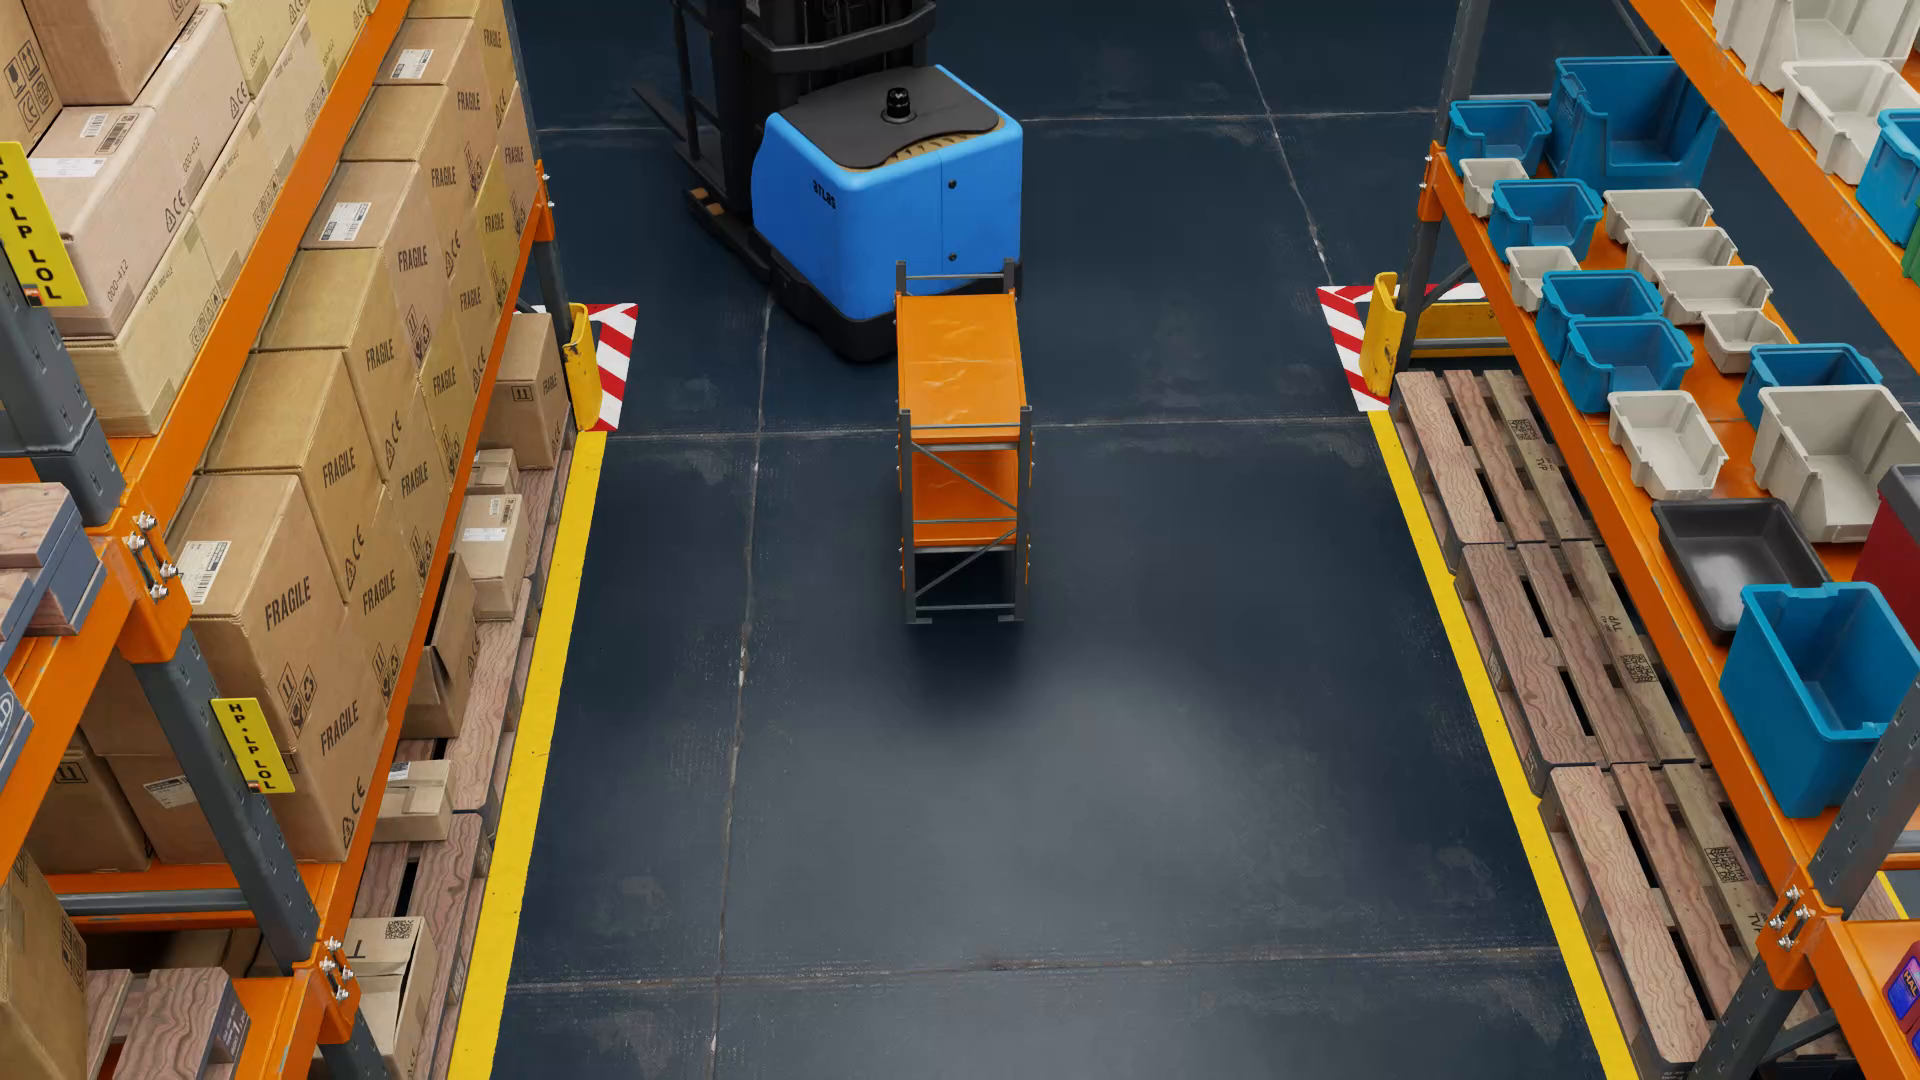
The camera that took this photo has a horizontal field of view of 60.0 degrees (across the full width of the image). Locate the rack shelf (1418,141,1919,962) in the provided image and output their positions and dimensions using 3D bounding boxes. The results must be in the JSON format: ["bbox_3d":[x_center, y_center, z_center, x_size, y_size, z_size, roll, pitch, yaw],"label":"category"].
[{"bbox_3d":[2.694,-0.306,6.046,1.077,0.370,4.000,-2,43,-2],"label":"rack shelf"}]

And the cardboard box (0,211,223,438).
[{"bbox_3d":[-1.944,-0.467,3.580,0.500,0.250,0.500,-2,43,-2],"label":"cardboard box"}]

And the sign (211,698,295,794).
[{"bbox_3d":[-1.616,0.474,3.806,0.100,0.325,0.005,-2,43,-2],"label":"sign"}]

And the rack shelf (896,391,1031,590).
[{"bbox_3d":[0.000,-0.239,7.190,0.538,0.278,1.000,-2,43,-2],"label":"rack shelf"}]

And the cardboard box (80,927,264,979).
[{"bbox_3d":[-2.478,1.302,5.284,0.500,0.500,0.500,-2,43,-2],"label":"cardboard box"}]

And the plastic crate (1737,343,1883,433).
[{"bbox_3d":[2.952,-0.502,5.807,0.416,0.233,0.300,-2,43,-2],"label":"plastic crate"}]

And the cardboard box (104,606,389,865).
[{"bbox_3d":[-1.920,0.530,4.527,0.500,0.500,0.500,-1,43,-1],"label":"cardboard box"}]

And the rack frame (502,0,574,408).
[{"bbox_3d":[-2.340,-1.781,7.123,1.000,3.000,0.127,-2,43,-2],"label":"rack frame"}]

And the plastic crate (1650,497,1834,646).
[{"bbox_3d":[2.463,0.111,5.218,0.437,0.125,0.590,-2,43,-2],"label":"plastic crate"}]

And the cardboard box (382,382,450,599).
[{"bbox_3d":[-1.963,-0.153,5.273,0.500,0.500,0.500,-2,43,-2],"label":"cardboard box"}]

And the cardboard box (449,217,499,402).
[{"bbox_3d":[-2.008,-0.837,6.018,0.500,0.500,0.500,-1,43,-1],"label":"cardboard box"}]

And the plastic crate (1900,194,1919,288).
[{"bbox_3d":[2.459,-0.526,3.690,0.450,0.188,0.662,-2,43,-2],"label":"plastic crate"}]

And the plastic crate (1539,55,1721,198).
[{"bbox_3d":[2.810,-1.735,7.002,0.616,0.435,0.499,-2,43,-2],"label":"plastic crate"}]

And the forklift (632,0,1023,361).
[{"bbox_3d":[-0.895,-2.942,8.440,1.130,2.935,3.031,-23,47,-23],"label":"forklift"}]

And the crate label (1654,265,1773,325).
[{"bbox_3d":[2.859,-0.917,6.331,0.396,0.136,0.243,-2,43,-2],"label":"crate label"}]

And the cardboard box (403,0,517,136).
[{"bbox_3d":[-2.046,-1.894,6.432,0.500,0.500,0.500,-2,43,-2],"label":"cardboard box"}]

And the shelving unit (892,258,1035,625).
[{"bbox_3d":[0.000,-0.419,7.025,0.538,1.125,1.048,-2,43,-2],"label":"shelving unit"}]

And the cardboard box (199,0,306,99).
[{"bbox_3d":[-1.975,-1.326,4.148,0.500,0.250,0.500,-2,43,-2],"label":"cardboard box"}]

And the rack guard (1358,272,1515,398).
[{"bbox_3d":[2.595,-1.015,8.137,1.175,0.500,0.348,-2,43,-2],"label":"rack guard"}]

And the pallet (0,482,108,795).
[{"bbox_3d":[-2.213,0.325,2.745,1.213,0.211,1.003,-2,43,-2],"label":"pallet"}]

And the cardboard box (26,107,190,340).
[{"bbox_3d":[-1.943,-0.651,3.411,0.500,0.250,0.500,-2,43,-2],"label":"cardboard box"}]

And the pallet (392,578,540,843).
[{"bbox_3d":[-2.253,0.658,6.526,1.003,0.211,1.213,-2,43,-2],"label":"pallet"}]

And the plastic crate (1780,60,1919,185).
[{"bbox_3d":[2.345,-1.077,4.330,0.293,0.136,0.466,-2,43,-2],"label":"plastic crate"}]

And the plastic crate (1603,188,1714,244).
[{"bbox_3d":[2.825,-1.301,6.749,0.396,0.136,0.243,-2,43,-2],"label":"plastic crate"}]

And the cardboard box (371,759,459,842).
[{"bbox_3d":[-2.019,0.928,5.939,0.380,0.166,0.250,-2,43,-2],"label":"cardboard box"}]

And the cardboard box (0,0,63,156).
[{"bbox_3d":[-2.229,-0.919,3.149,0.700,0.500,0.500,-2,43,-2],"label":"cardboard box"}]

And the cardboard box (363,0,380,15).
[{"bbox_3d":[-2.010,-1.817,5.054,0.500,0.250,0.500,-2,43,-2],"label":"cardboard box"}]

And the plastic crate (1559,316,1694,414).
[{"bbox_3d":[2.359,-0.614,5.929,0.416,0.233,0.300,-2,43,-2],"label":"plastic crate"}]

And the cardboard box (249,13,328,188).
[{"bbox_3d":[-1.981,-1.142,4.317,0.500,0.250,0.500,-2,43,-2],"label":"cardboard box"}]

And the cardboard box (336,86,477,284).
[{"bbox_3d":[-1.997,-1.203,5.679,0.500,0.500,0.500,-1,43,-1],"label":"cardboard box"}]

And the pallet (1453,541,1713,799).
[{"bbox_3d":[2.654,0.486,6.713,1.003,0.211,1.213,-2,43,-2],"label":"pallet"}]

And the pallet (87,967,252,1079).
[{"bbox_3d":[-2.245,1.532,3.650,1.003,0.211,1.213,-2,43,-2],"label":"pallet"}]

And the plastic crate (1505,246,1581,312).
[{"bbox_3d":[2.250,-0.993,6.414,0.250,0.136,0.298,-2,43,-2],"label":"plastic crate"}]

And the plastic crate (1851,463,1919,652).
[{"bbox_3d":[2.992,0.124,4.953,0.402,0.464,0.583,-2,43,-2],"label":"plastic crate"}]

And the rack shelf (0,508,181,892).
[{"bbox_3d":[-2.085,1.429,1.934,1.077,0.370,4.000,-2,43,-2],"label":"rack shelf"}]

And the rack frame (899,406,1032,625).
[{"bbox_3d":[0.021,-0.076,6.650,0.500,1.125,0.032,-2,43,-2],"label":"rack frame"}]

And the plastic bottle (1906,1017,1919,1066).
[{"bbox_3d":[2.374,1.172,3.987,0.061,0.283,0.133,-2,43,-2],"label":"plastic bottle"}]

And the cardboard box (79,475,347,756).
[{"bbox_3d":[-1.909,0.187,4.161,0.500,0.500,0.500,-1,43,-1],"label":"cardboard box"}]

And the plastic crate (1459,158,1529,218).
[{"bbox_3d":[2.222,-1.451,6.913,0.250,0.136,0.298,-2,43,-2],"label":"plastic crate"}]

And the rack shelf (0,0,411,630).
[{"bbox_3d":[-2.255,-1.272,4.880,1.077,0.370,4.000,-2,43,-2],"label":"rack shelf"}]

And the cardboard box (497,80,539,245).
[{"bbox_3d":[-2.049,-1.524,6.768,0.500,0.500,0.500,0,43,0],"label":"cardboard box"}]

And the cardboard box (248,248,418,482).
[{"bbox_3d":[-1.953,-0.508,4.920,0.500,0.500,0.500,-3,43,-3],"label":"cardboard box"}]

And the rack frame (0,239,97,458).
[{"bbox_3d":[-2.170,-1.292,2.150,1.000,3.000,0.127,-2,43,-2],"label":"rack frame"}]

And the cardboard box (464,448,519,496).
[{"bbox_3d":[-2.143,-0.263,7.238,0.380,0.166,0.250,-2,43,-2],"label":"cardboard box"}]
